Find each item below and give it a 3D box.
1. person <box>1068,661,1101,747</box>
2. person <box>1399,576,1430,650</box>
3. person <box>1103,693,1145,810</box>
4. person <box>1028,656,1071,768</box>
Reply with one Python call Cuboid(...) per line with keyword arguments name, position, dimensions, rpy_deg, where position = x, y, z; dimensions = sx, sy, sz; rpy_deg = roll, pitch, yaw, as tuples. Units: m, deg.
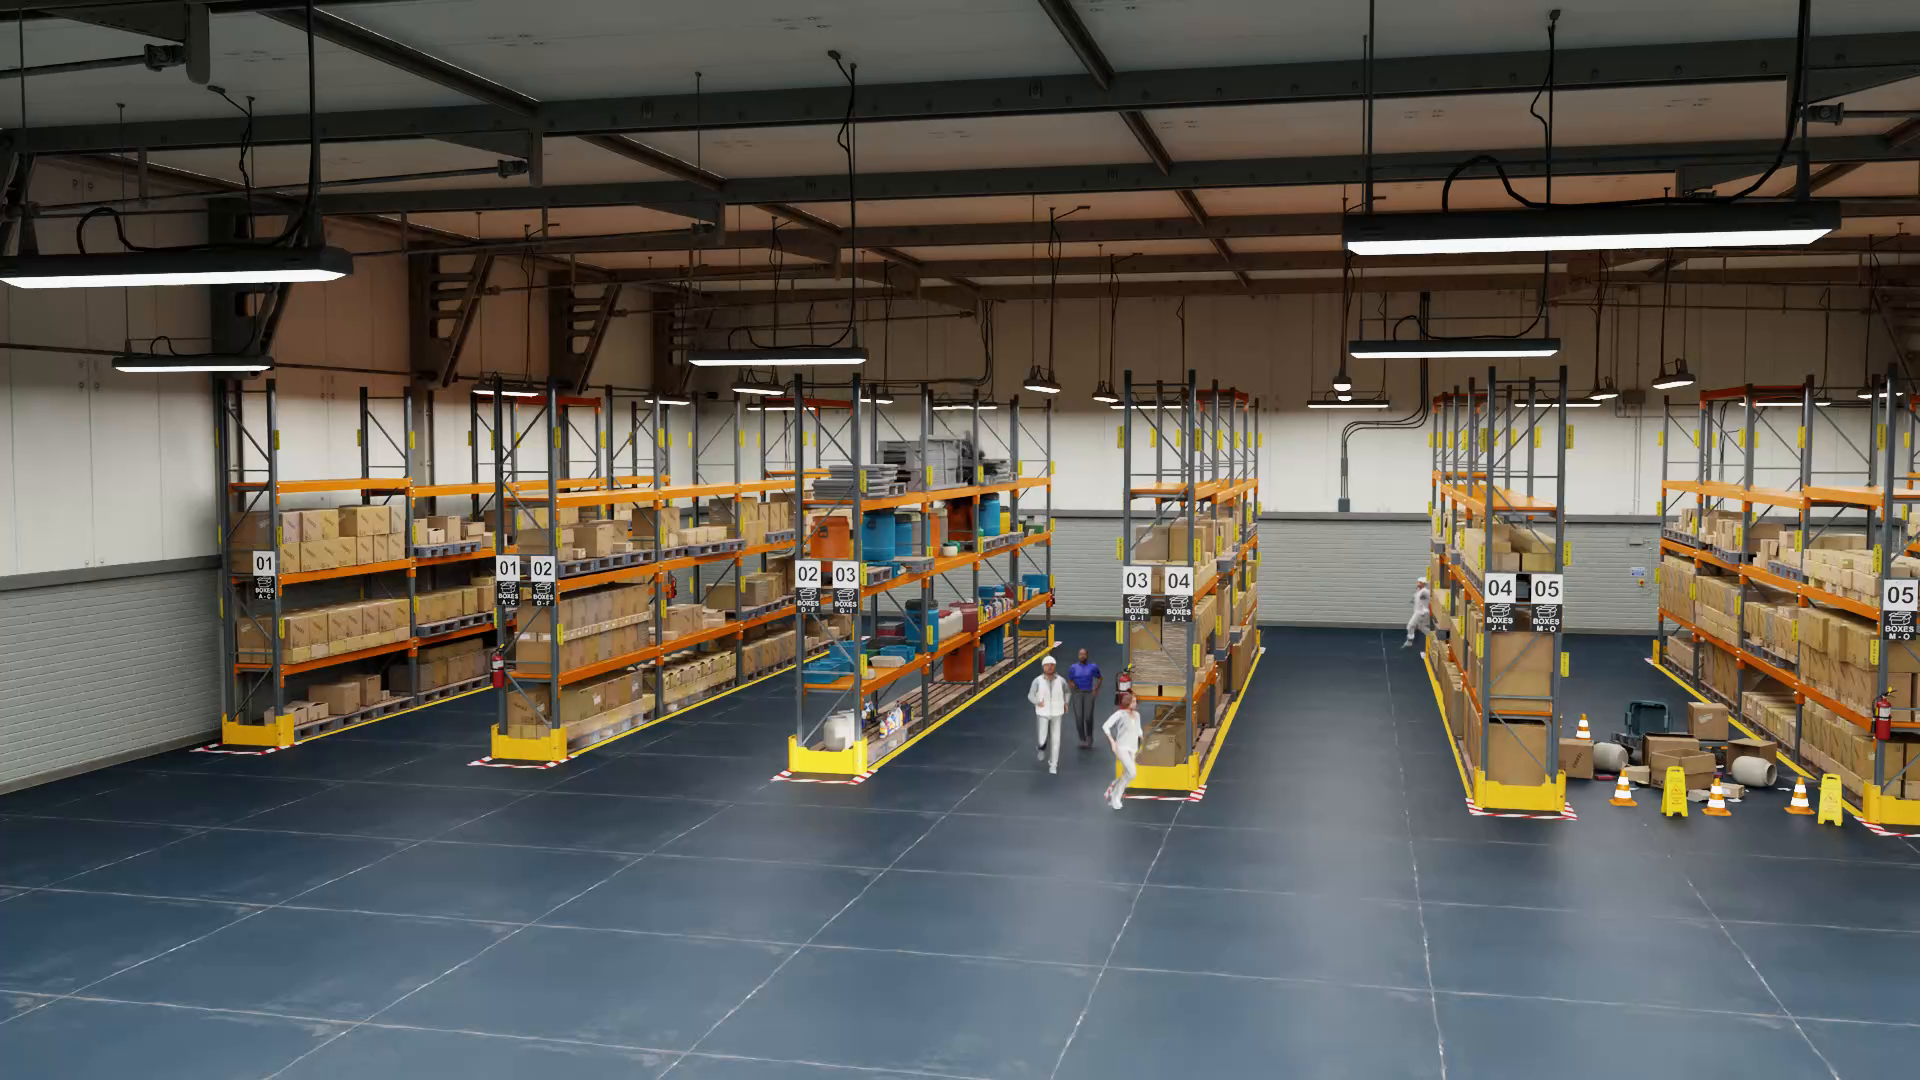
Cuboid(name="person", position=(2.006, 2.665, 27.015), dimensions=(0.530, 1.412, 0.498), rpy_deg=(1, 3, 10))
Cuboid(name="person", position=(10.906, 1.744, 39.533), dimensions=(0.877, 1.778, 0.712), rpy_deg=(1, 3, 10))
Cuboid(name="person", position=(2.271, 2.862, 22.519), dimensions=(0.518, 1.559, 0.594), rpy_deg=(-3, 4, -39))
Cuboid(name="person", position=(1.363, 2.598, 25.154), dimensions=(0.669, 1.680, 0.693), rpy_deg=(0, 3, -2))
